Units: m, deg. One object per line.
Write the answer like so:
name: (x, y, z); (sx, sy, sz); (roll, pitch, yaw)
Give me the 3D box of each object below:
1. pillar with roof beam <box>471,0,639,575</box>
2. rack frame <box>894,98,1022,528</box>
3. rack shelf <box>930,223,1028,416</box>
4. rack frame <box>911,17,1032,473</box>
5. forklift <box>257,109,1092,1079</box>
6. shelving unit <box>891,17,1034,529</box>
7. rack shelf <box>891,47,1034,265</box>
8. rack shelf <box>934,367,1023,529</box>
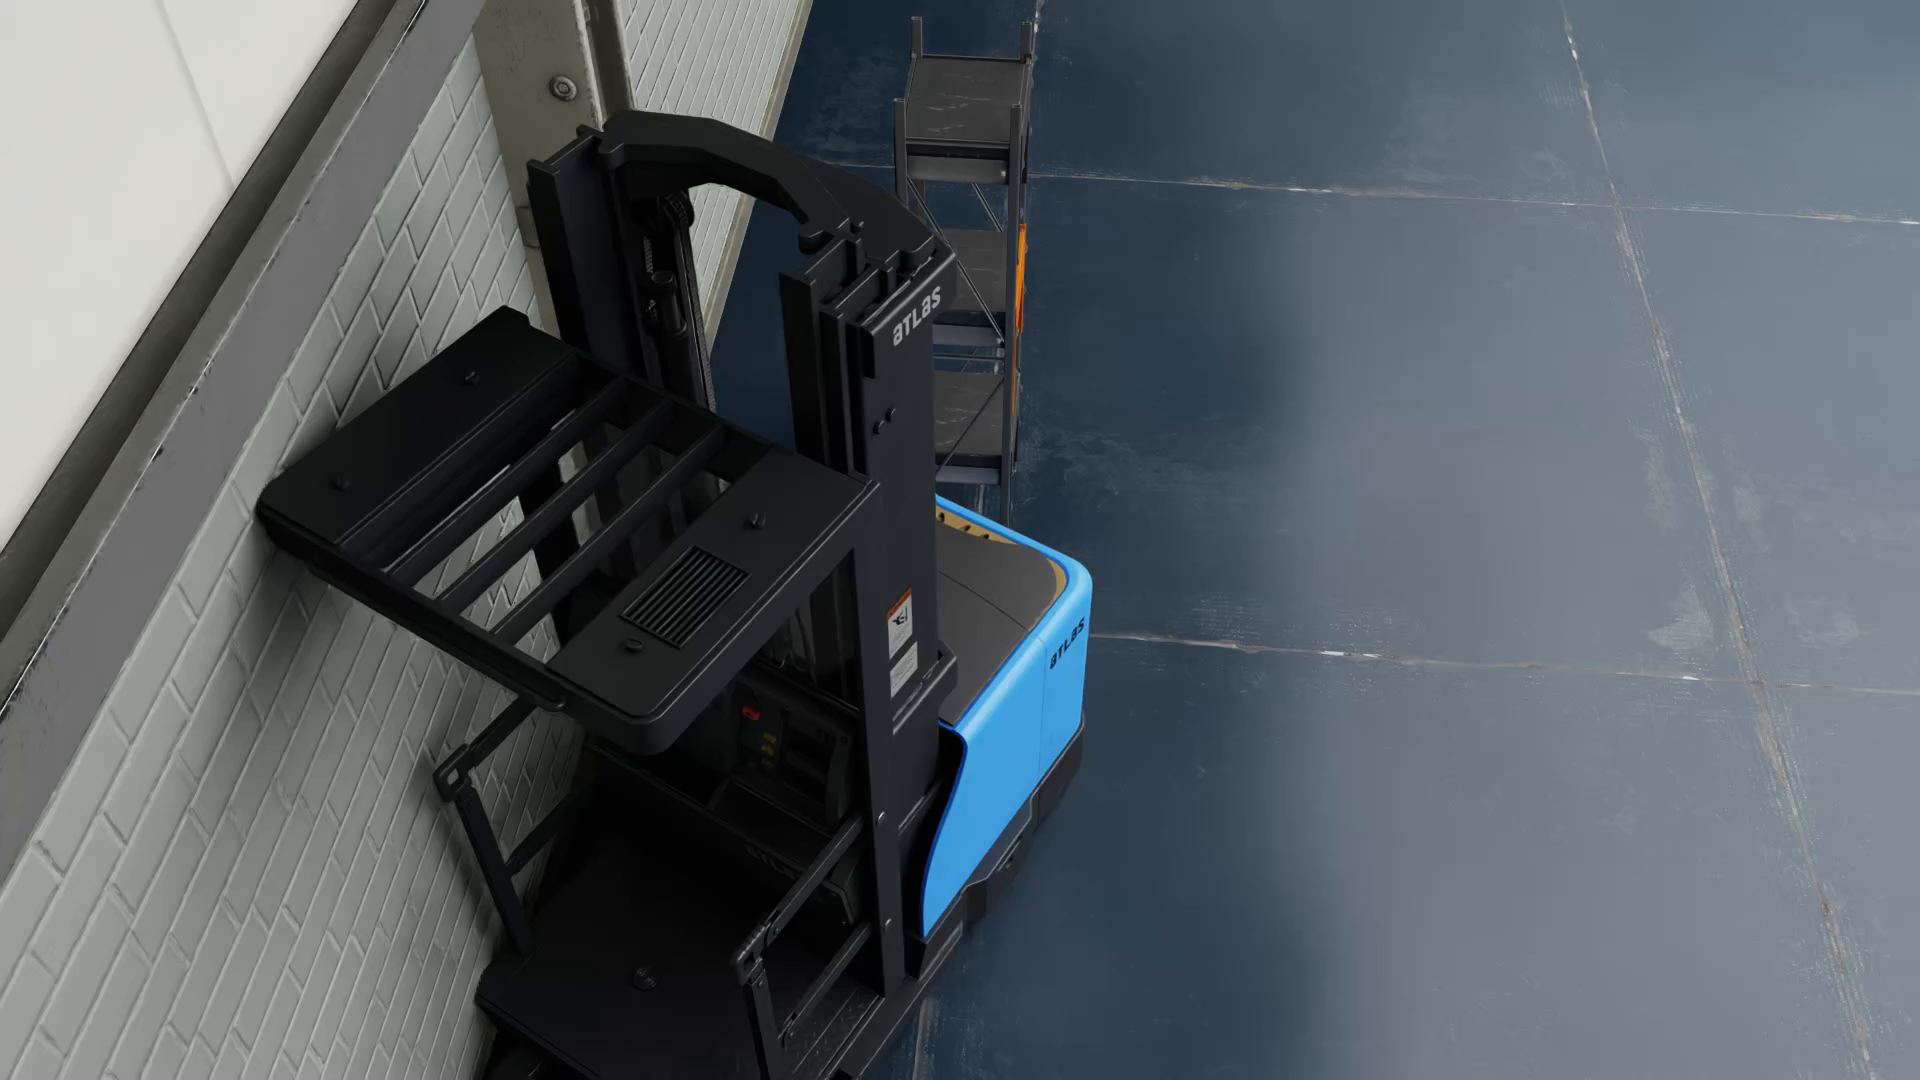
pillar with roof beam: (3.134, -2.489, 2.954); (9.100, 9.000, 0.400); (4, 48, 4)
rack frame: (-0.007, -0.651, 5.948); (0.400, 2.100, 0.015); (4, 48, 4)
rack shelf: (0.015, -0.821, 6.122); (0.431, 0.518, 0.480); (4, 48, 4)
rack frame: (0.037, -1.010, 6.276); (0.400, 2.100, 0.015); (4, 48, 4)
forklift: (-0.789, 0.544, 4.292); (1.130, 2.935, 3.031); (26, 52, 22)
shelving unit: (0.015, -0.830, 6.112); (0.431, 2.100, 0.503); (4, 48, 4)
rack shelf: (0.015, -1.294, 5.606); (0.431, 0.518, 0.480); (4, 48, 4)
rack shelf: (0.015, -0.349, 6.639); (0.431, 0.518, 0.480); (4, 48, 4)
